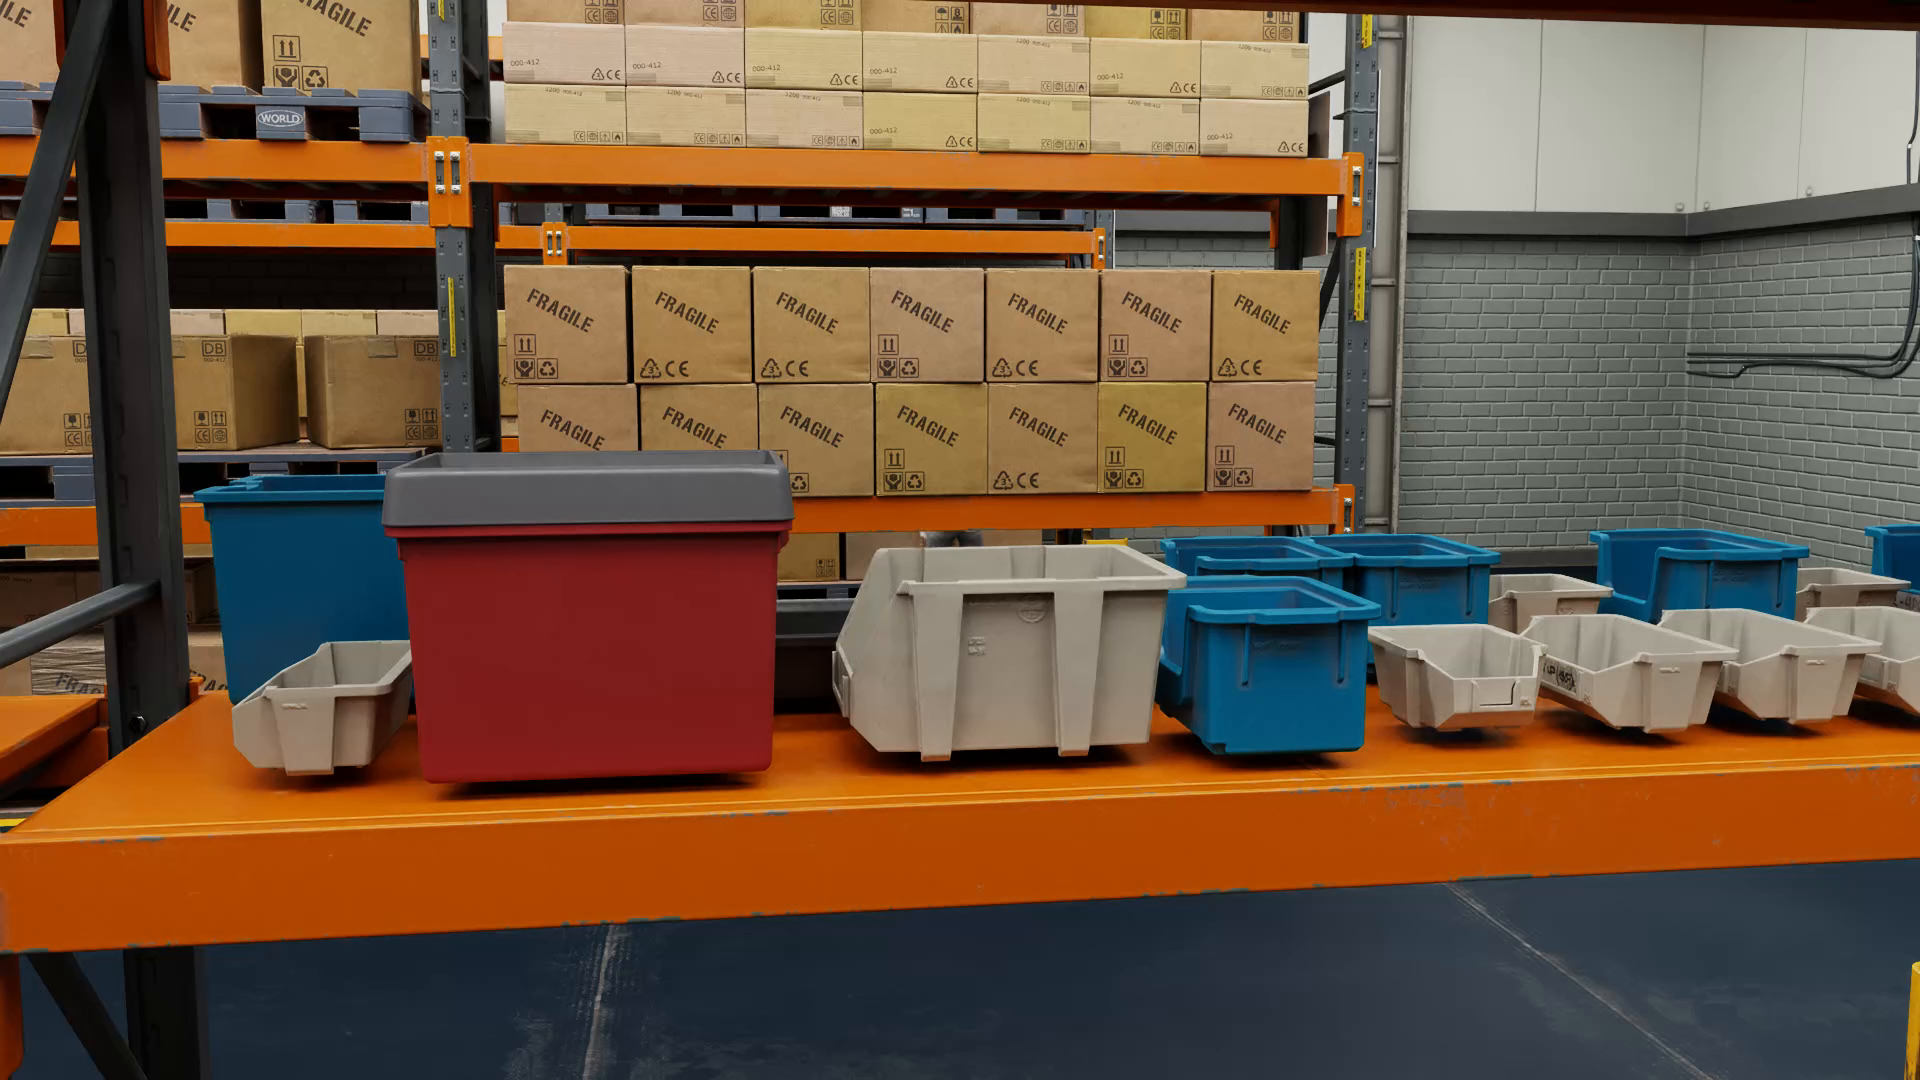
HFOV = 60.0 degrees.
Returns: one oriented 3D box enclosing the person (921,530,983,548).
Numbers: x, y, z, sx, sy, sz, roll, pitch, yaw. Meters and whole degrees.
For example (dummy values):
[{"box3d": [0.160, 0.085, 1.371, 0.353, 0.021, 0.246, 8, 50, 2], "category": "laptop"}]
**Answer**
[{"box3d": [-0.070, 0.017, 11.202, 0.385, 1.293, 0.780, -1, 7, -10], "category": "person"}]
